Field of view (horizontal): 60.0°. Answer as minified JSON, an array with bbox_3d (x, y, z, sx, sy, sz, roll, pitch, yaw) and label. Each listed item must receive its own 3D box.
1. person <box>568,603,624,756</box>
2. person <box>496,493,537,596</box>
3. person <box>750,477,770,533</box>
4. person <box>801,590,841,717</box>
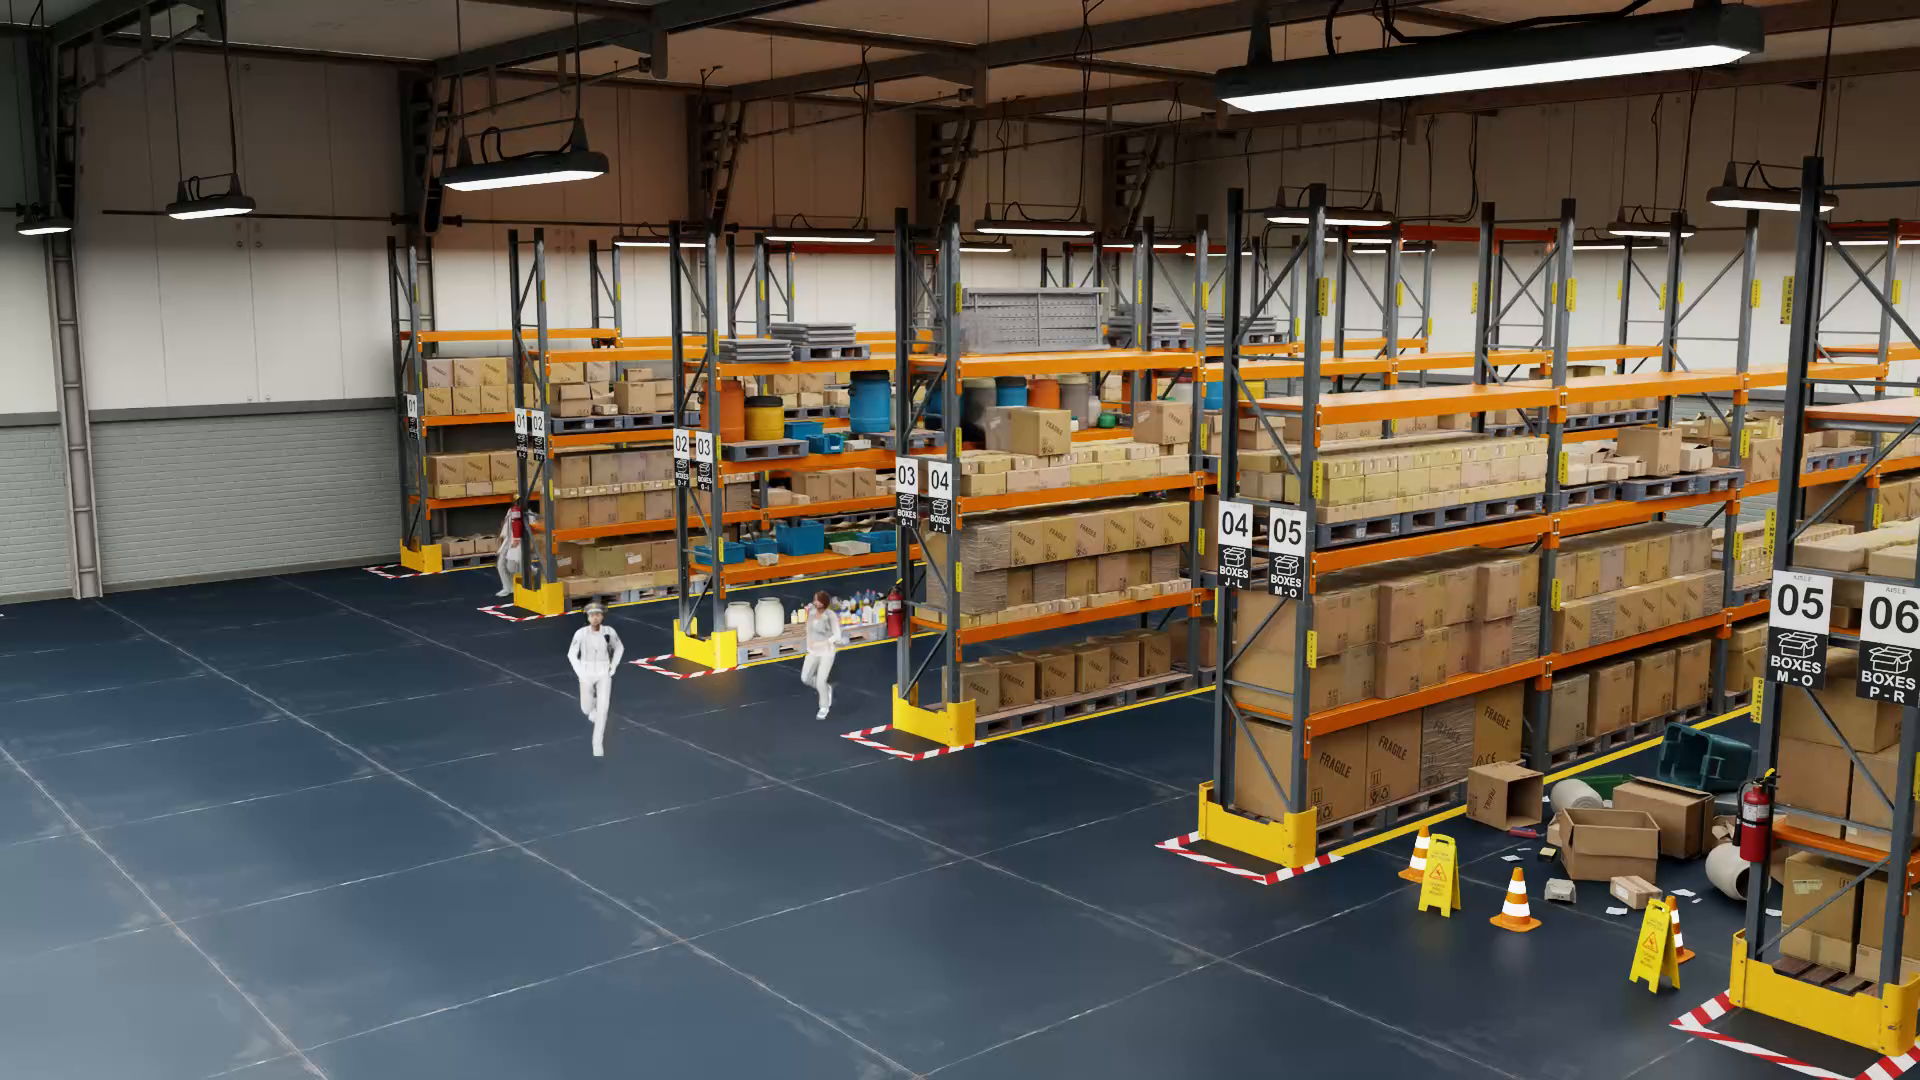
[{"bbox_3d":[-4.091,1.516,18.665,0.581,1.679,0.893,-1,9,-7],"label":"person"},{"bbox_3d":[-7.364,0.122,27.777,0.759,1.647,0.699,7,11,39],"label":"person"},{"bbox_3d":[-3.717,-0.464,31.511,0.612,1.604,0.576,-6,11,-36],"label":"person"},{"bbox_3d":[-1.675,1.364,19.786,0.584,1.559,0.501,6,10,33],"label":"person"}]
